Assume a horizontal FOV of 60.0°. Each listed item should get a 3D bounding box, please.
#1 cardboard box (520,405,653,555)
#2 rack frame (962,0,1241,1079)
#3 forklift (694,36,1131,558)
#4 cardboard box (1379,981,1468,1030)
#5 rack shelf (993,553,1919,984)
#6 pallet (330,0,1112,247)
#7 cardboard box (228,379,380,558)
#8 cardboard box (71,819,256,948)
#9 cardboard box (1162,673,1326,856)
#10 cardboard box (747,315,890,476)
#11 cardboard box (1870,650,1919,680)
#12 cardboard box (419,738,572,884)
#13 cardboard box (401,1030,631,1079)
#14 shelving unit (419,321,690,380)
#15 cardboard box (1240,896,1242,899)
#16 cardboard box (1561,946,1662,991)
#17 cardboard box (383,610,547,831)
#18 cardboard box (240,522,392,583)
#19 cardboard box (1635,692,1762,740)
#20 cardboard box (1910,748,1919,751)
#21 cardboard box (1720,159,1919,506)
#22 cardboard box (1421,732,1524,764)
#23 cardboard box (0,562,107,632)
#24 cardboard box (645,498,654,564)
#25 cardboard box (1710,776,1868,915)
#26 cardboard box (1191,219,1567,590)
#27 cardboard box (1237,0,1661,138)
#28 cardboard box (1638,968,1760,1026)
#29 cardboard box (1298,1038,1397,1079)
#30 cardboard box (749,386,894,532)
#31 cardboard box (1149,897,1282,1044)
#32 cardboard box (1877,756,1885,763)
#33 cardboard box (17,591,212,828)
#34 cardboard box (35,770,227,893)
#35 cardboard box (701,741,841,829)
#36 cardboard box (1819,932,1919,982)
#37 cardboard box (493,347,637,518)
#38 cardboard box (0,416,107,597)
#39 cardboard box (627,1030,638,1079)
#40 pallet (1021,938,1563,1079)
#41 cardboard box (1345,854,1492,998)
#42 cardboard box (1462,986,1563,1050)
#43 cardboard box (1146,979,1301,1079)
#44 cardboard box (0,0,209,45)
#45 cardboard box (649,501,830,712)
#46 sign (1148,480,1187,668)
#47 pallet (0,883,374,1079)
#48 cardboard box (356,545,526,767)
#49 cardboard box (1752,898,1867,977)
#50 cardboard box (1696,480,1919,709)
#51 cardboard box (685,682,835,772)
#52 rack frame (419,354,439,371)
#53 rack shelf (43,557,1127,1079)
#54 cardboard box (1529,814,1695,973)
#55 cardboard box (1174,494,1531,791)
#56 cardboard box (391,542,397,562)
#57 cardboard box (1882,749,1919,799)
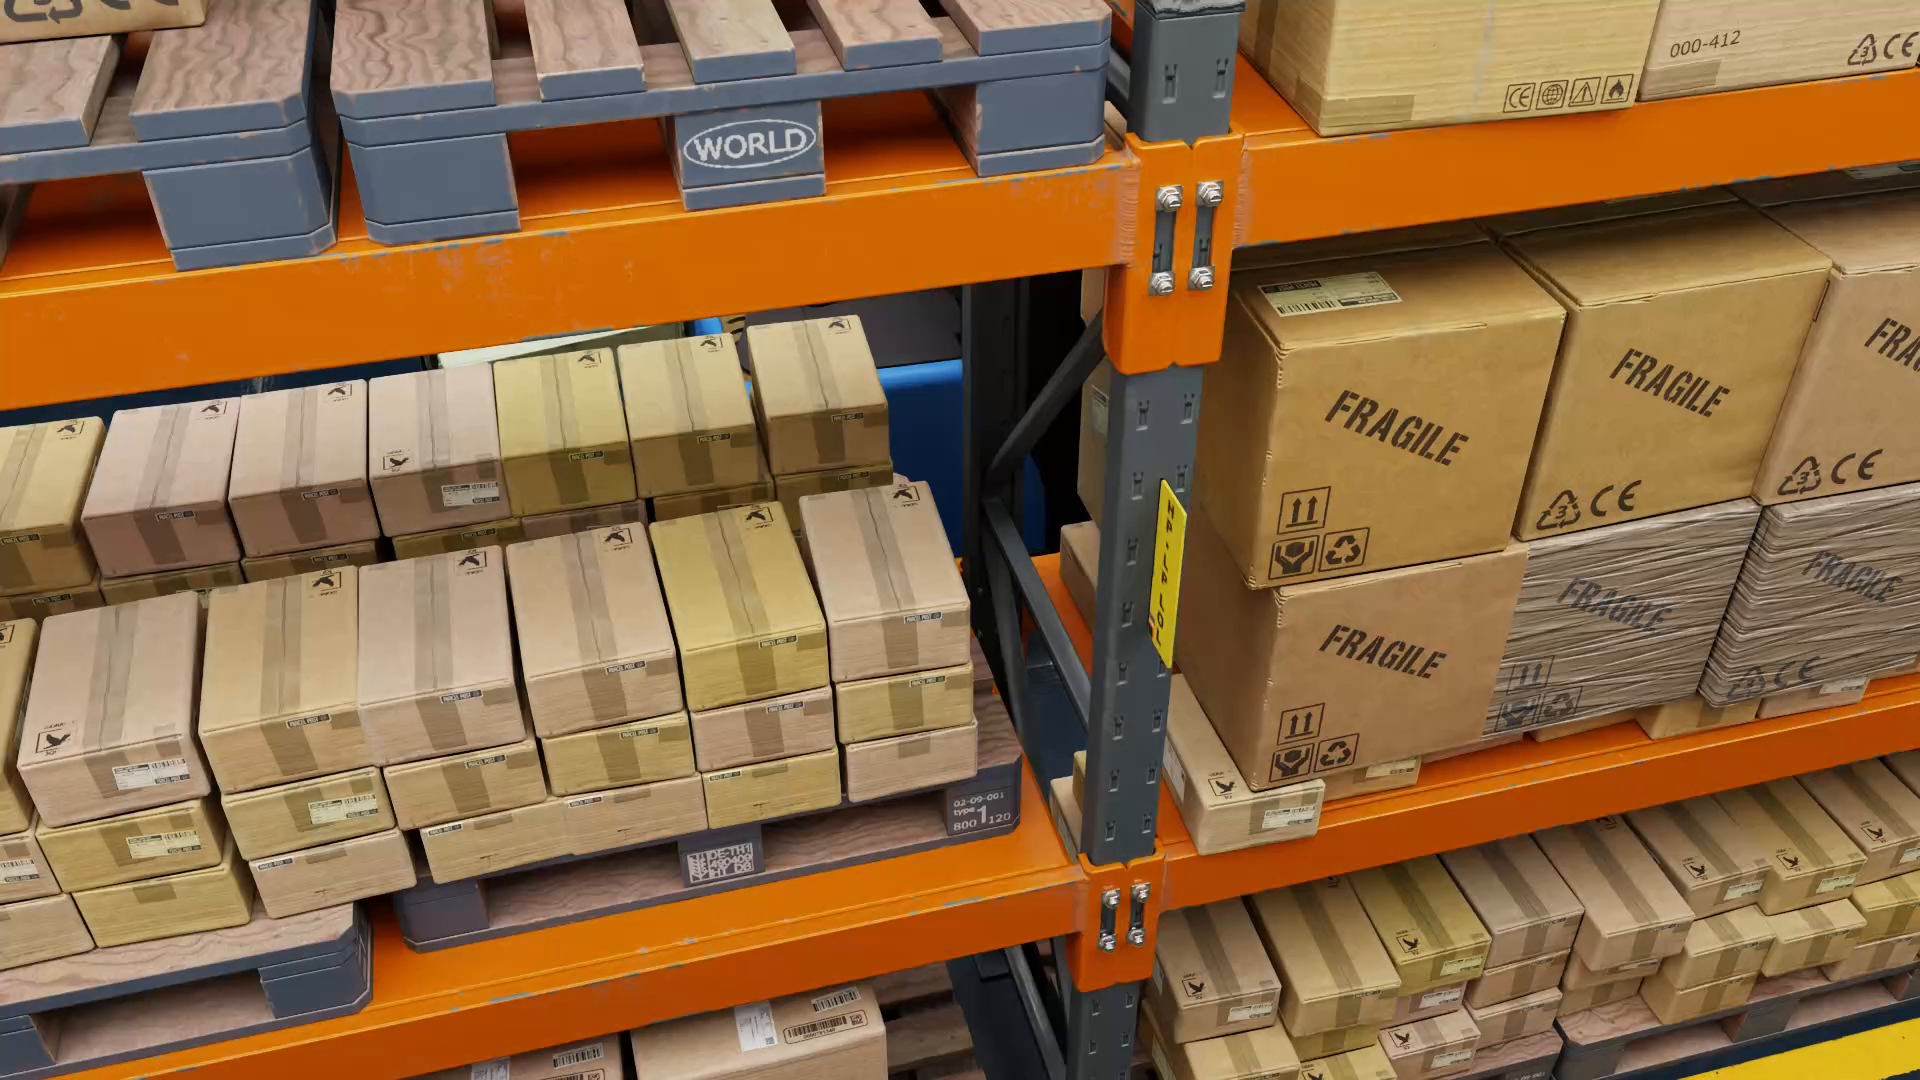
[{"bbox_3d":[-0.806,-0.114,3.547,0.250,0.149,0.380,-8,38,-11],"label":"cardboard box"},{"bbox_3d":[0.193,0.195,3.526,0.127,3.000,1.000,-9,38,-12],"label":"rack frame"},{"bbox_3d":[0.613,-1.252,5.475,3.031,2.935,1.130,-8,38,-11],"label":"forklift"},{"bbox_3d":[1.073,1.020,4.204,0.250,0.149,0.380,-10,38,-12],"label":"cardboard box"},{"bbox_3d":[2.124,0.164,4.159,4.000,0.370,1.077,-9,38,-12],"label":"rack shelf"},{"bbox_3d":[-0.431,-0.887,2.626,1.003,0.211,1.213,-9,38,-12],"label":"pallet"},{"bbox_3d":[-1.312,-0.150,3.349,0.250,0.149,0.380,-10,38,-12],"label":"cardboard box"},{"bbox_3d":[-1.396,0.515,2.969,0.250,0.149,0.380,-8,38,-10],"label":"cardboard box"},{"bbox_3d":[0.552,0.442,3.411,0.250,0.149,0.380,-8,38,-10],"label":"cardboard box"},{"bbox_3d":[-0.307,-0.316,3.566,0.250,0.149,0.380,-7,38,-10],"label":"cardboard box"},{"bbox_3d":[2.057,0.135,3.812,0.250,0.149,0.380,-8,38,-10],"label":"cardboard box"},{"bbox_3d":[-0.873,0.426,3.085,0.250,0.149,0.380,-11,39,-14],"label":"cardboard box"},{"bbox_3d":[-0.960,1.063,3.486,0.500,0.250,0.500,-8,38,-10],"label":"cardboard box"},{"bbox_3d":[-1.241,-0.244,5.335,0.755,1.500,0.431,-16,40,-19],"label":"shelving unit"},{"bbox_3d":[0.755,0.906,4.597,0.250,0.149,0.380,-8,38,-11],"label":"cardboard box"},{"bbox_3d":[1.606,0.949,4.296,0.250,0.149,0.380,-8,38,-10],"label":"cardboard box"},{"bbox_3d":[-0.897,0.314,2.986,0.250,0.149,0.380,-11,39,-13],"label":"cardboard box"},{"bbox_3d":[-1.317,-0.029,3.435,0.250,0.149,0.380,-8,38,-10],"label":"cardboard box"},{"bbox_3d":[1.550,0.243,3.670,0.250,0.149,0.380,-9,38,-11],"label":"cardboard box"},{"bbox_3d":[2.832,0.725,4.589,0.250,0.149,0.380,-10,38,-12],"label":"cardboard box"},{"bbox_3d":[1.683,-0.441,3.208,0.500,0.500,0.500,-9,38,-11],"label":"cardboard box"},{"bbox_3d":[1.026,0.284,3.616,0.250,0.149,0.380,-11,39,-14],"label":"cardboard box"},{"bbox_3d":[-1.817,0.051,3.330,0.250,0.149,0.380,-10,39,-13],"label":"cardboard box"},{"bbox_3d":[-0.573,-0.032,3.684,0.250,0.149,0.380,-9,38,-11],"label":"cardboard box"},{"bbox_3d":[2.095,0.758,4.301,0.250,0.149,0.380,-9,38,-12],"label":"cardboard box"},{"bbox_3d":[0.692,-0.289,3.009,0.500,0.500,0.500,-8,38,-11],"label":"cardboard box"},{"bbox_3d":[0.709,-0.855,2.554,0.500,0.250,0.500,-7,38,-10],"label":"cardboard box"},{"bbox_3d":[1.870,1.062,4.394,0.250,0.149,0.380,-10,39,-13],"label":"cardboard box"},{"bbox_3d":[0.885,1.249,4.149,0.250,0.149,0.380,-8,38,-11],"label":"cardboard box"},{"bbox_3d":[-0.307,-0.198,3.656,0.250,0.149,0.380,-9,38,-11],"label":"cardboard box"},{"bbox_3d":[0.580,0.991,3.997,0.250,0.149,0.380,-8,38,-10],"label":"cardboard box"},{"bbox_3d":[2.482,0.517,4.862,0.250,0.149,0.380,-11,39,-14],"label":"cardboard box"},{"bbox_3d":[-1.402,0.276,2.792,0.250,0.149,0.380,-11,39,-14],"label":"cardboard box"},{"bbox_3d":[-1.411,0.399,2.875,0.250,0.149,0.380,-9,38,-12],"label":"cardboard box"},{"bbox_3d":[-0.389,0.348,3.187,0.250,0.149,0.380,-9,38,-12],"label":"cardboard box"},{"bbox_3d":[2.367,0.979,4.502,0.250,0.149,0.380,-9,38,-11],"label":"cardboard box"},{"bbox_3d":[-0.823,-0.229,3.452,0.250,0.149,0.380,-9,38,-12],"label":"cardboard box"},{"bbox_3d":[-1.815,-0.066,3.238,0.250,0.149,0.380,-8,38,-11],"label":"cardboard box"},{"bbox_3d":[-0.951,1.367,3.706,0.500,0.500,0.500,-10,39,-13],"label":"cardboard box"},{"bbox_3d":[0.832,1.175,4.540,1.213,0.211,1.003,-9,38,-12],"label":"pallet"},{"bbox_3d":[1.092,0.913,4.099,0.250,0.149,0.380,-10,39,-13],"label":"cardboard box"},{"bbox_3d":[1.344,1.110,4.331,0.250,0.149,0.380,-10,39,-13],"label":"cardboard box"},{"bbox_3d":[0.626,1.172,4.004,0.250,0.149,0.380,-8,38,-10],"label":"cardboard box"},{"bbox_3d":[-1.333,-1.037,2.237,0.637,0.503,0.797,-10,38,-13],"label":"cardboard box"},{"bbox_3d":[-0.403,0.113,3.005,0.250,0.149,0.380,-10,39,-13],"label":"cardboard box"},{"bbox_3d":[0.341,0.060,2.750,0.005,0.325,0.100,-9,38,-12],"label":"sign"},{"bbox_3d":[-1.768,0.567,3.198,1.213,0.211,1.003,-9,38,-12],"label":"pallet"},{"bbox_3d":[-0.906,0.194,2.899,0.250,0.149,0.380,-9,38,-12],"label":"cardboard box"},{"bbox_3d":[2.111,0.922,4.332,0.250,0.149,0.380,-9,38,-11],"label":"cardboard box"},{"bbox_3d":[1.708,-0.035,3.500,0.500,0.500,0.500,-10,39,-13],"label":"cardboard box"},{"bbox_3d":[-0.394,0.231,3.096,0.250,0.149,0.380,-9,38,-12],"label":"cardboard box"},{"bbox_3d":[-1.573,-0.152,5.214,0.023,1.500,0.400,-16,40,-19],"label":"rack frame"},{"bbox_3d":[-1.738,0.797,3.331,4.000,0.370,1.077,-9,38,-12],"label":"rack shelf"},{"bbox_3d":[1.605,0.866,4.160,0.250,0.149,0.380,-9,38,-11],"label":"cardboard box"},{"bbox_3d":[0.737,0.106,3.315,0.500,0.500,0.500,-10,39,-13],"label":"cardboard box"},{"bbox_3d":[-1.304,0.085,3.531,0.250,0.149,0.380,-11,39,-14],"label":"cardboard box"},{"bbox_3d":[2.624,0.724,4.346,0.250,0.149,0.380,-8,38,-10],"label":"cardboard box"}]
